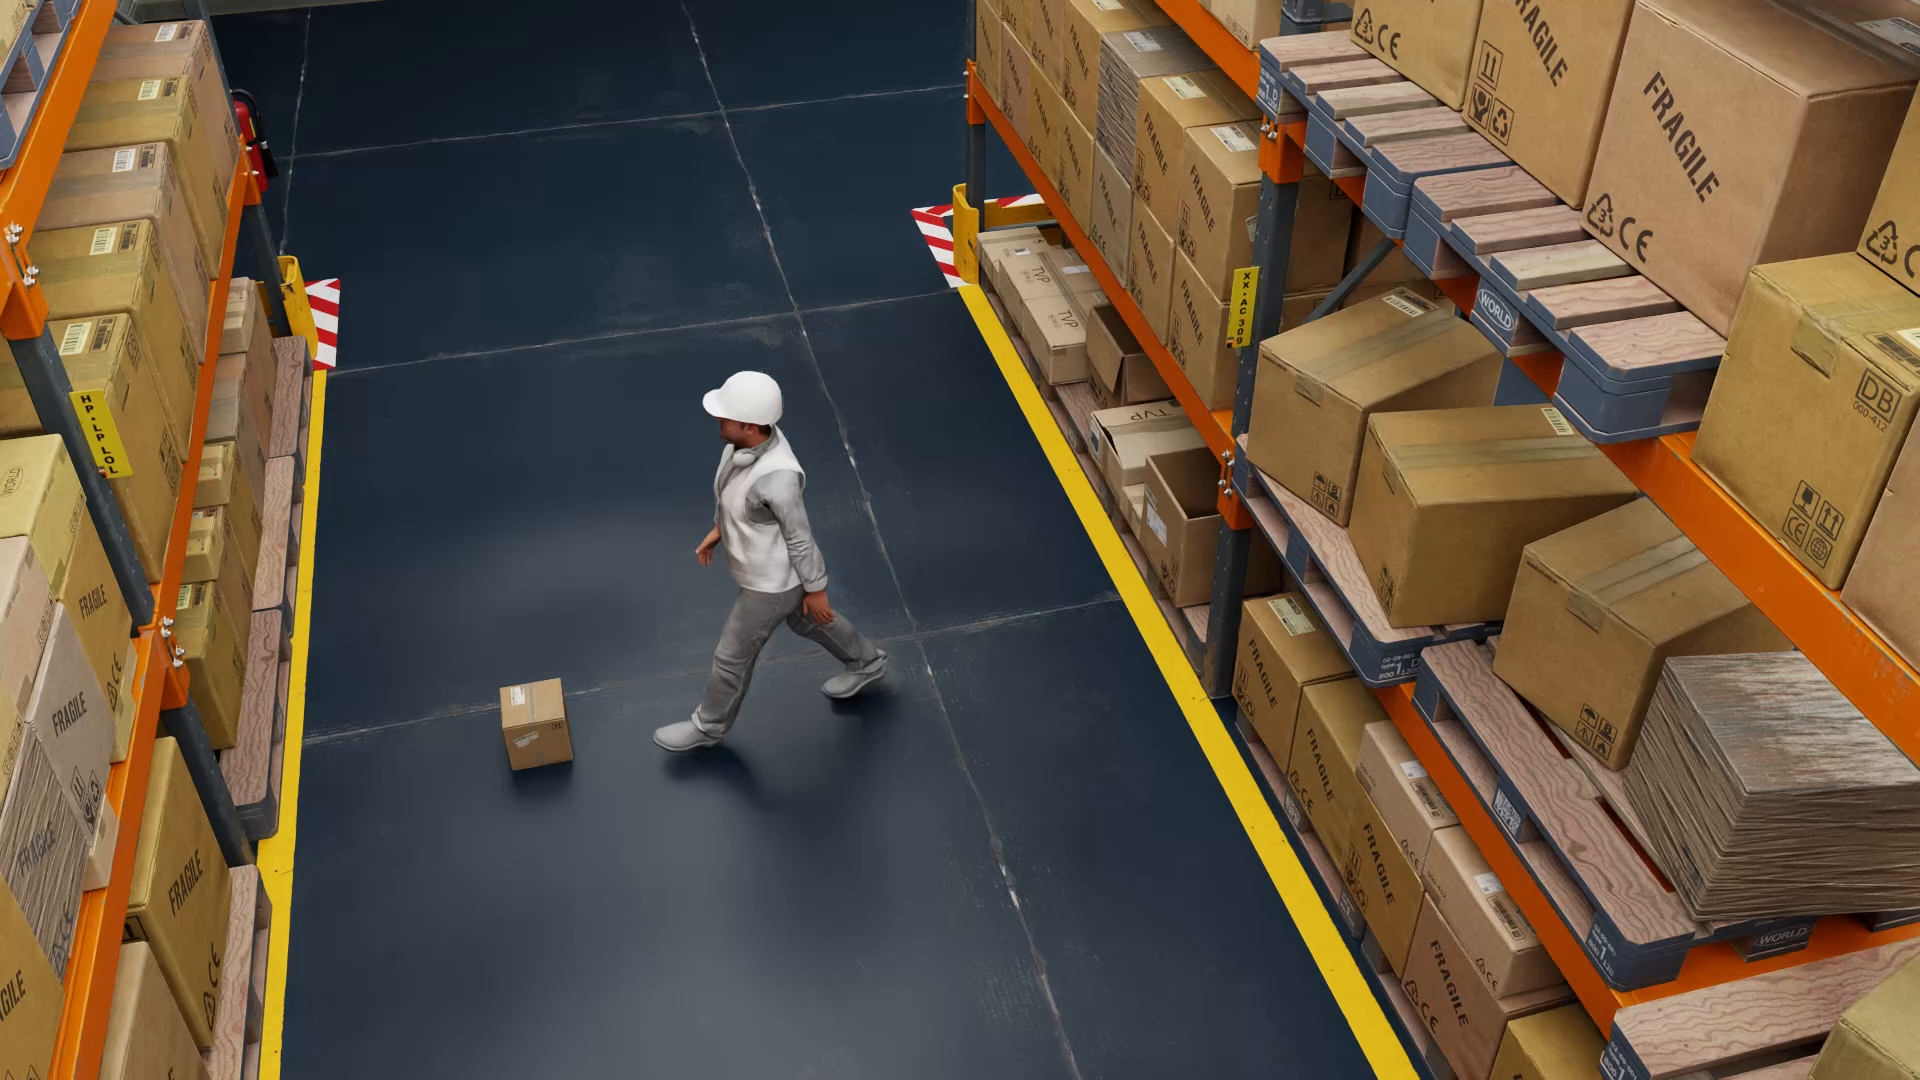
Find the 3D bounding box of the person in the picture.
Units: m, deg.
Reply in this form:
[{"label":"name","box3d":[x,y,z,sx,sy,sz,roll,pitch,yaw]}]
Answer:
[{"label":"person","box3d":[-0.800,0.070,6.618,1.040,1.724,0.568,-9,39,-11]}]
